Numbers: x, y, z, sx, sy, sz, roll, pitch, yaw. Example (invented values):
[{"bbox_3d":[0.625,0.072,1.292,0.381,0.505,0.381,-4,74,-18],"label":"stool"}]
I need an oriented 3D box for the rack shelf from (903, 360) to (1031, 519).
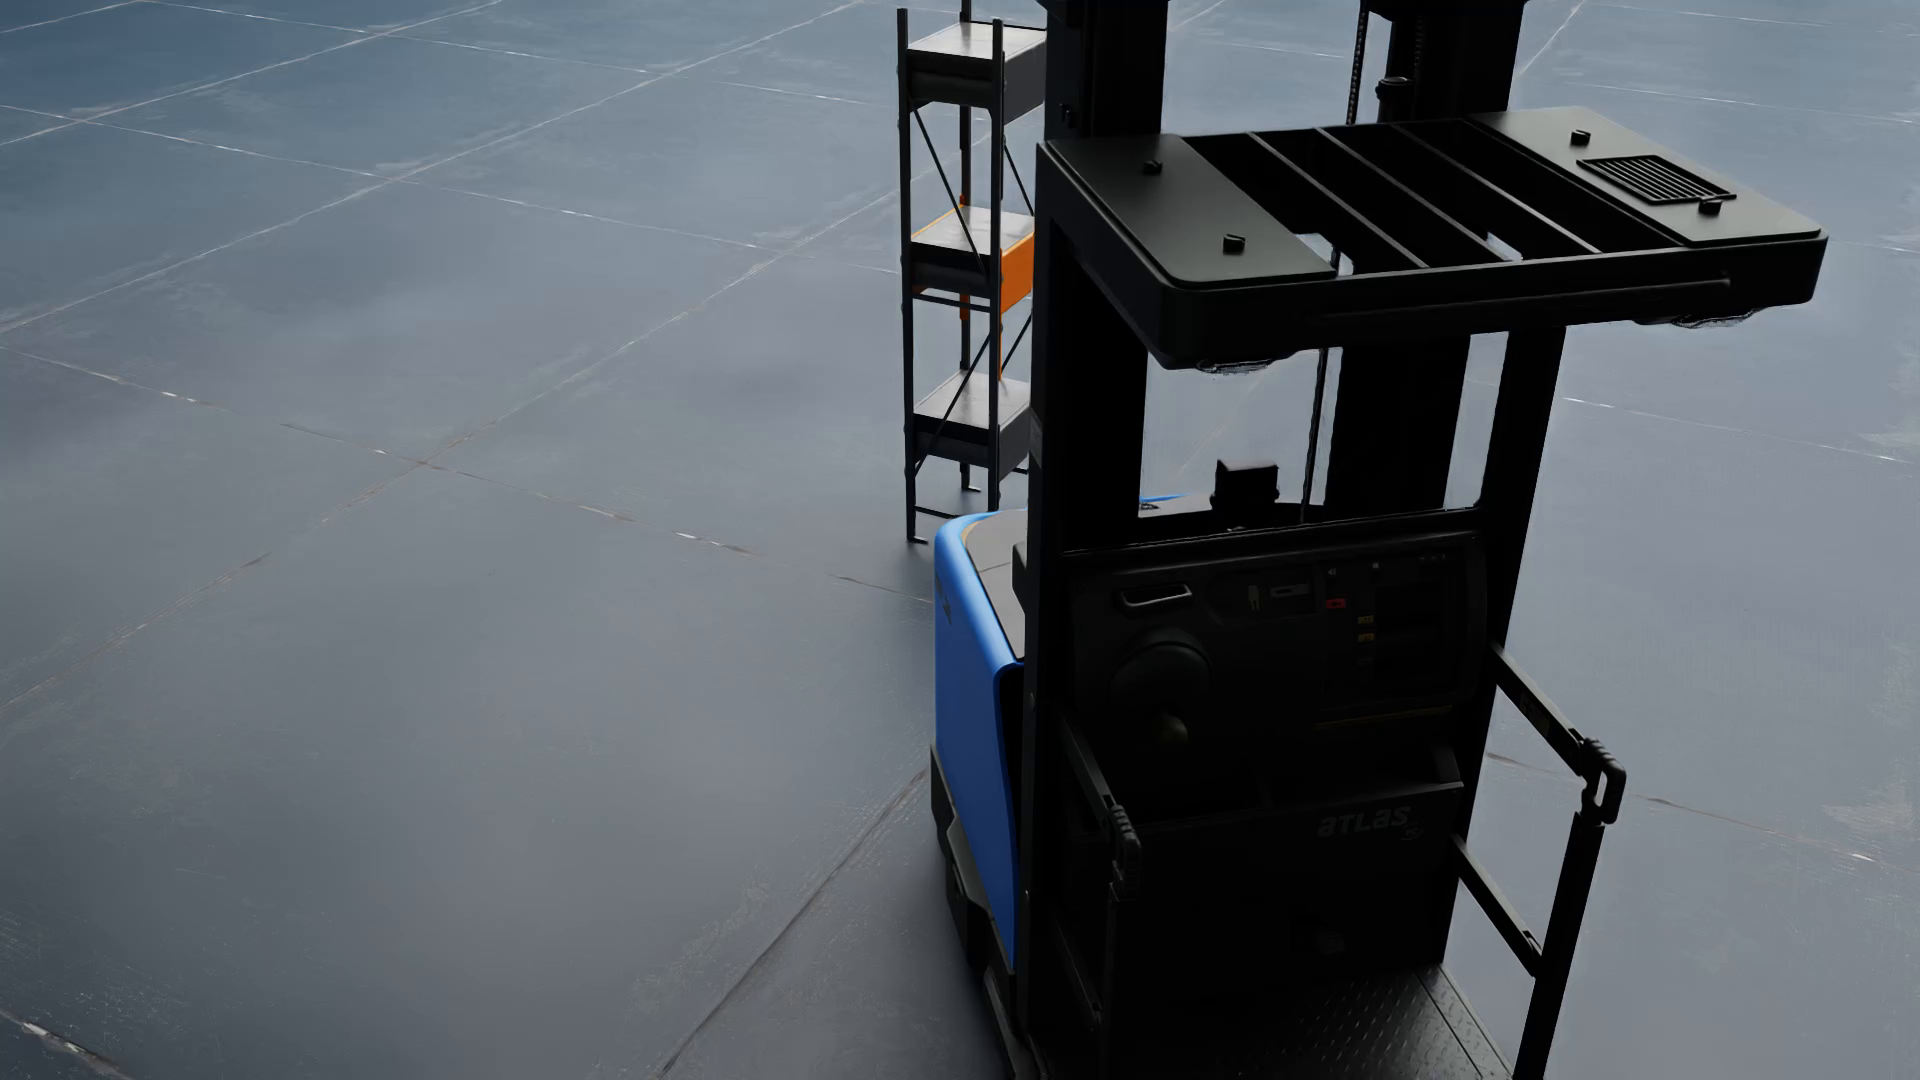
[{"bbox_3d":[0.075,-0.365,6.710,0.431,0.518,0.480,14,33,23],"label":"rack shelf"}]

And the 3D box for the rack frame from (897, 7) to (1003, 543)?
[{"bbox_3d":[-0.036,-0.876,6.167,0.400,2.100,0.015,14,33,23],"label":"rack frame"}]

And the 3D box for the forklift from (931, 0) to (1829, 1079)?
[{"bbox_3d":[0.732,0.257,3.358,1.130,2.935,3.031,-6,30,-11],"label":"forklift"}]

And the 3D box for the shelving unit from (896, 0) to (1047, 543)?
[{"bbox_3d":[0.075,-0.984,6.355,0.431,2.100,0.503,14,33,23],"label":"shelving unit"}]

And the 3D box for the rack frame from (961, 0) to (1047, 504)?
[{"bbox_3d":[0.187,-1.092,6.543,0.400,2.100,0.015,14,33,23],"label":"rack frame"}]

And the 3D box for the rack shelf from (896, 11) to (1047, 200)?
[{"bbox_3d":[0.075,-1.579,6.013,0.431,0.518,0.480,14,33,23],"label":"rack shelf"}]

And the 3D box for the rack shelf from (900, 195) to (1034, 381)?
[{"bbox_3d":[0.075,-0.972,6.362,0.431,0.518,0.480,14,33,23],"label":"rack shelf"}]
